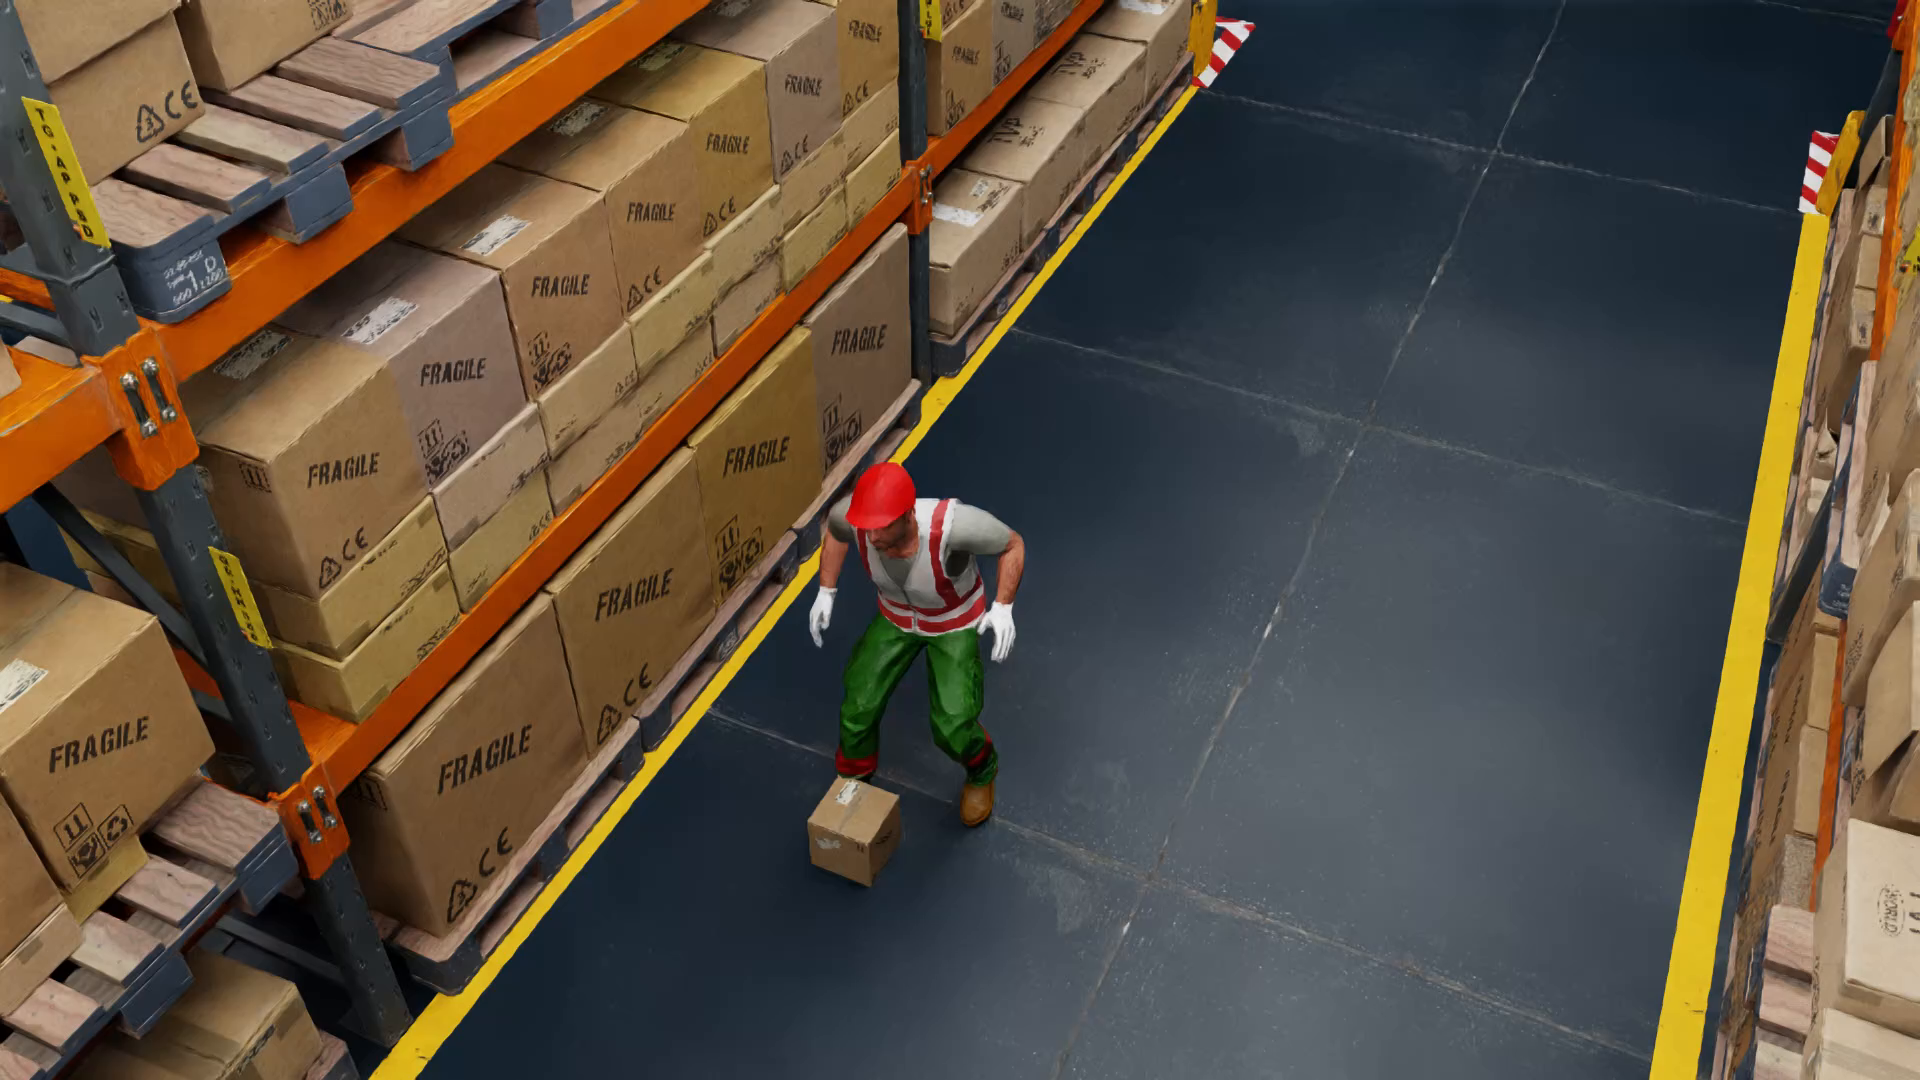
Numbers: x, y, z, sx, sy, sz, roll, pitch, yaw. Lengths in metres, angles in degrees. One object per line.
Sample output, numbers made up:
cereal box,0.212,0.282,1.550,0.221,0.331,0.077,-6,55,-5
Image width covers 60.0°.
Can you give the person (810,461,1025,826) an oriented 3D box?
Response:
person,-0.205,0.391,5.846,0.773,1.601,0.808,14,43,15
